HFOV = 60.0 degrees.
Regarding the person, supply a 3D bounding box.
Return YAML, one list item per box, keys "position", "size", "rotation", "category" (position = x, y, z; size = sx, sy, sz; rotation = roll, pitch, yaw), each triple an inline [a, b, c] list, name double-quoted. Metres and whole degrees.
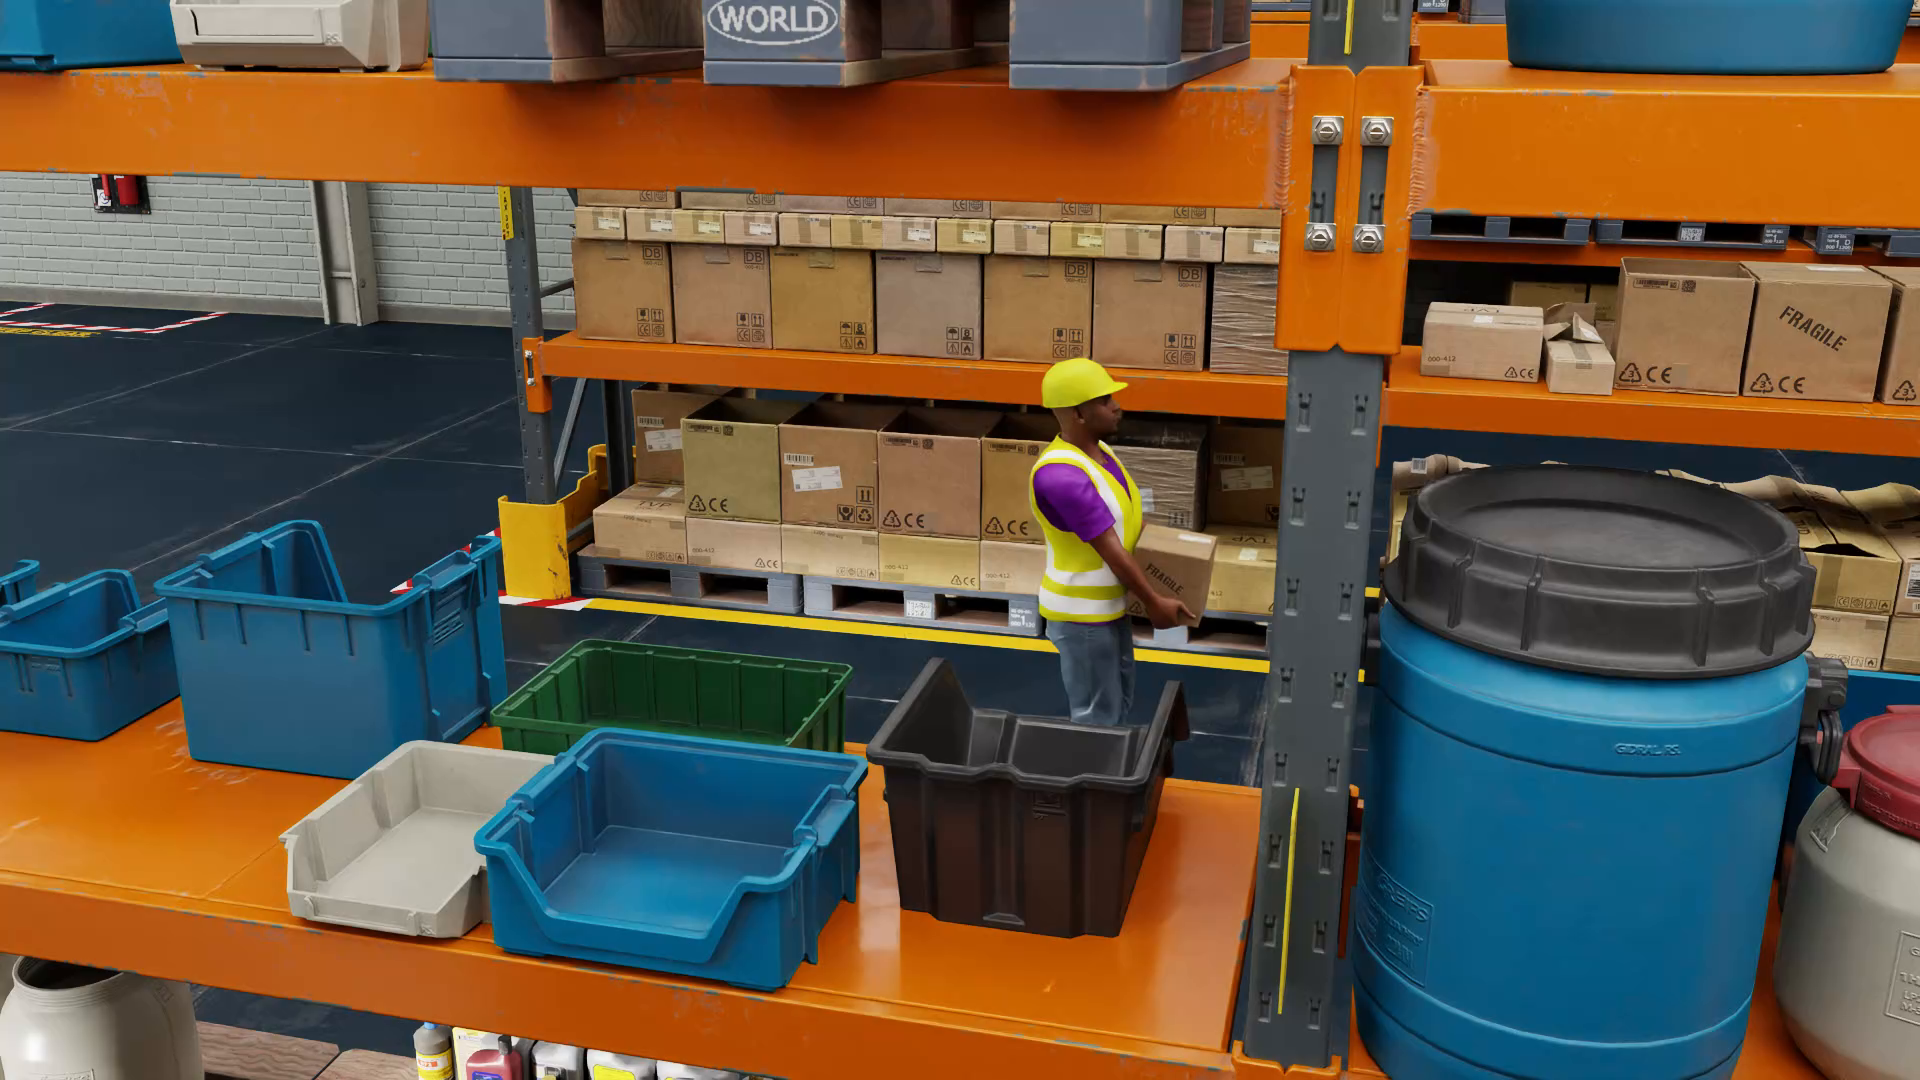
- position: [0.546, 0.246, 5.779]
  size: [0.577, 1.761, 0.502]
  rotation: [5, 19, 14]
  category: "person"
